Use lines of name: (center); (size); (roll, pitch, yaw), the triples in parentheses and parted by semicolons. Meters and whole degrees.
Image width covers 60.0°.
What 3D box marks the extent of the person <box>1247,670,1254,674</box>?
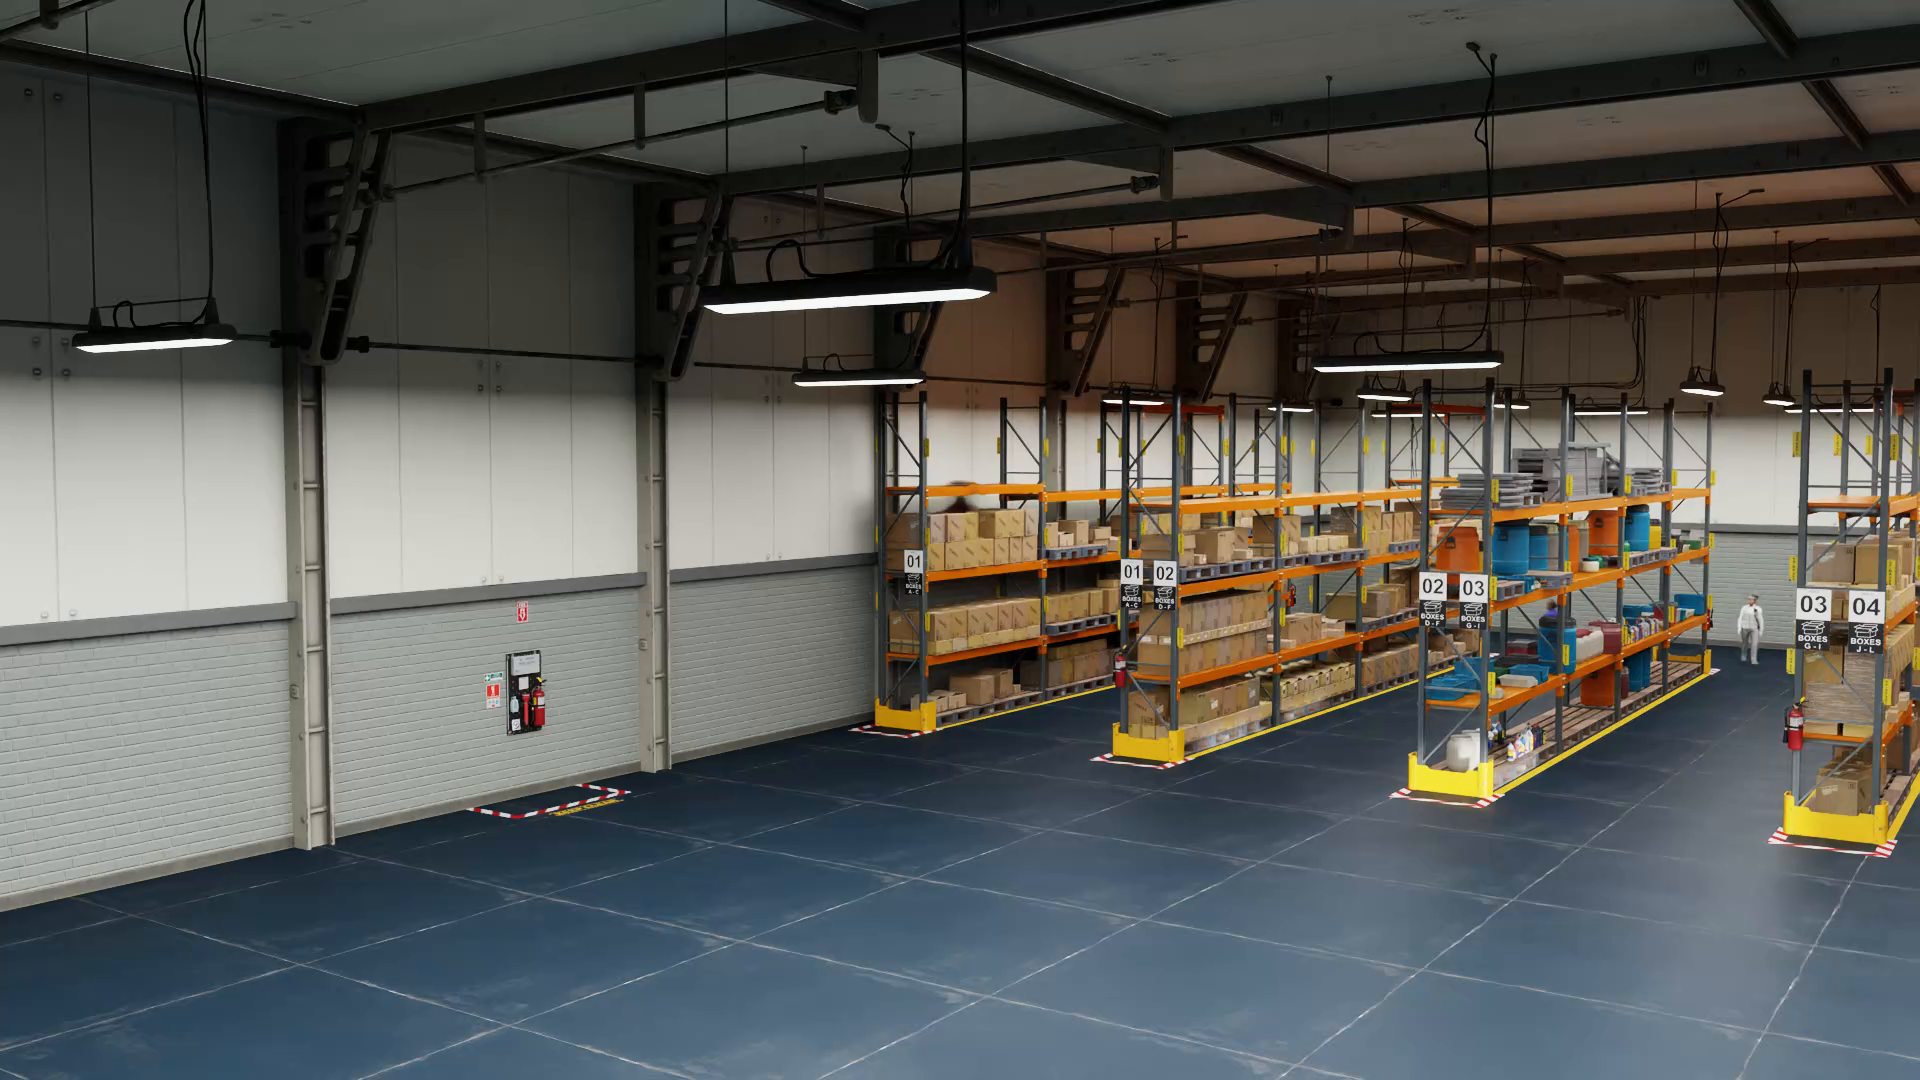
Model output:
person: (5.980, 2.160, 35.657); (0.573, 1.728, 1.072); (2, 4, 30)

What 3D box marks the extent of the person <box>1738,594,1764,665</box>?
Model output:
person: (18.196, 2.043, 38.271); (0.547, 1.627, 1.034); (1, 3, 20)

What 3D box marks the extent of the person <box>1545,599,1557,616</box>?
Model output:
person: (12.989, 2.132, 36.608); (0.529, 1.660, 0.351); (-3, 4, -44)
